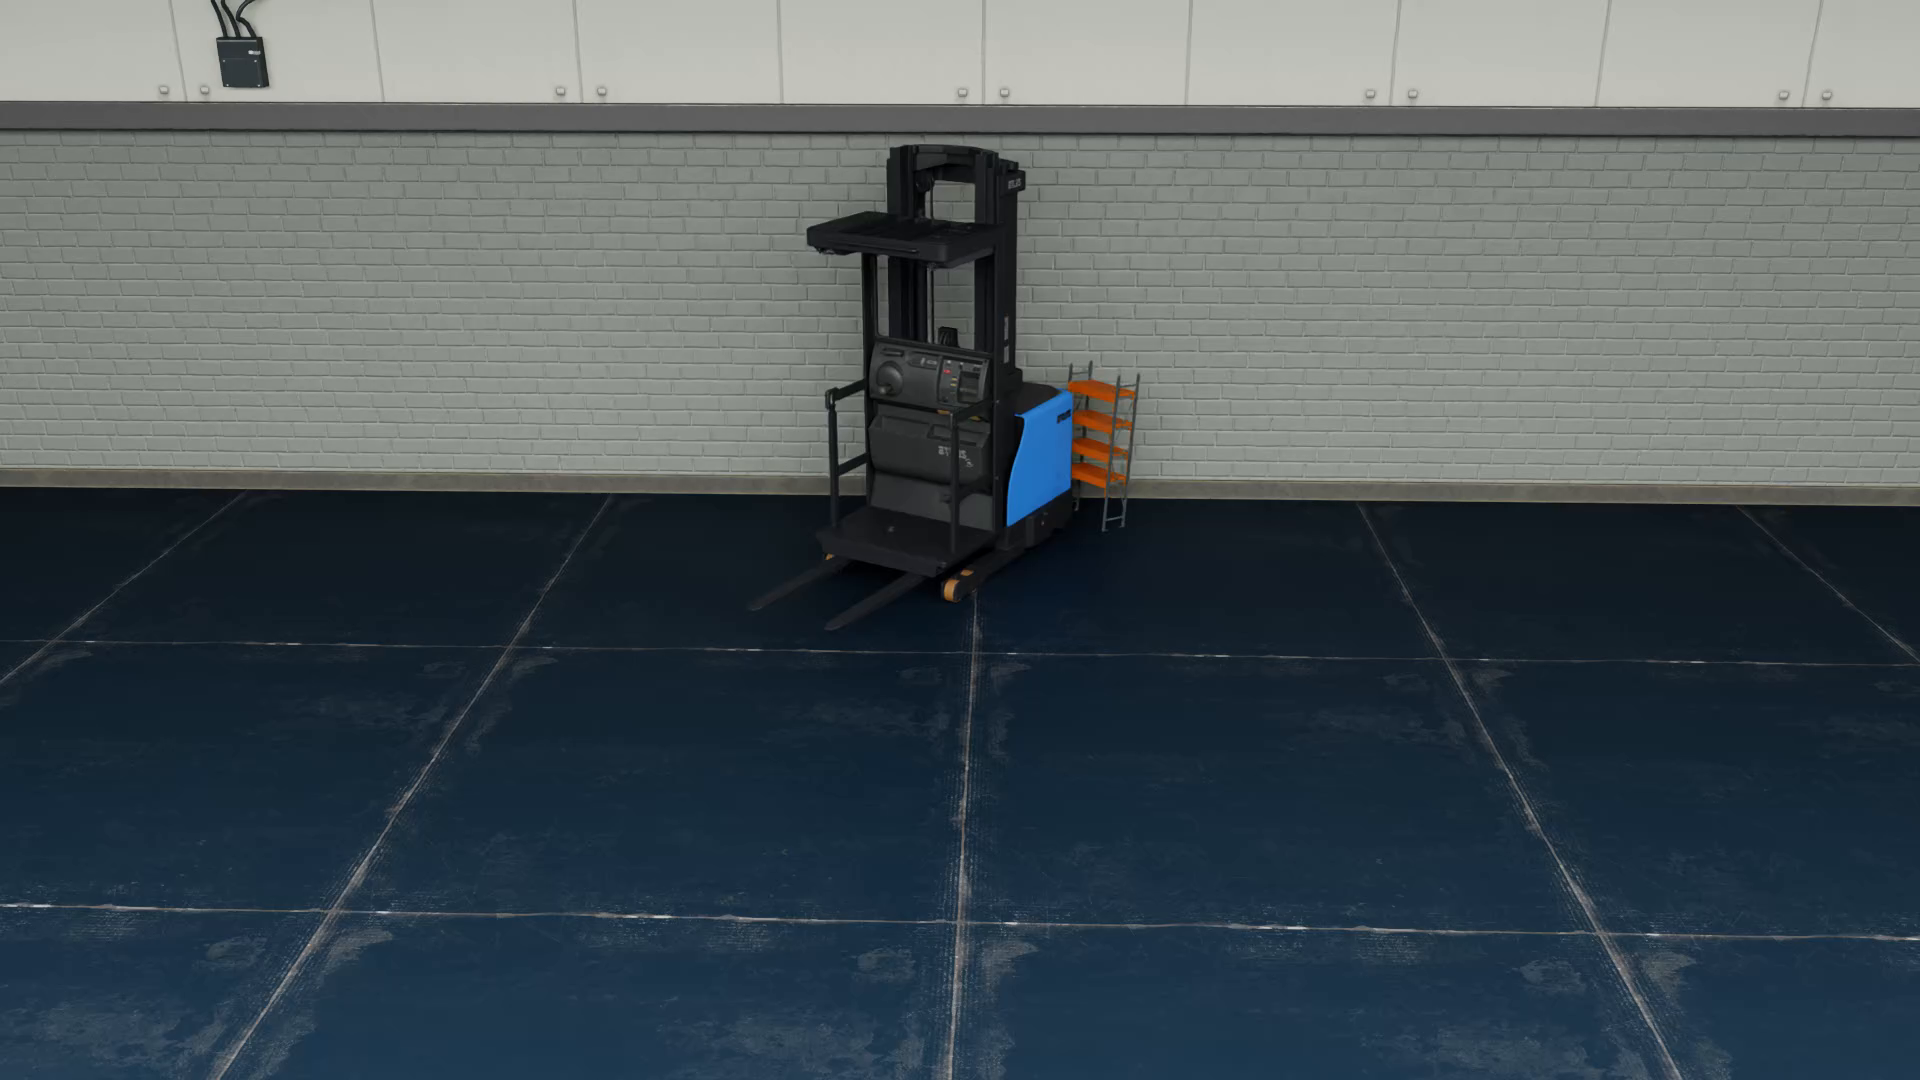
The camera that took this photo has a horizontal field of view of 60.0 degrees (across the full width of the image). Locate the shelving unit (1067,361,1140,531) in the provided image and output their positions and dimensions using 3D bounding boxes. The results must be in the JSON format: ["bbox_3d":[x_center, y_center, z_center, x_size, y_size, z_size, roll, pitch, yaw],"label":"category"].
[{"bbox_3d":[1.048,-0.721,12.699,0.258,1.200,0.503,-12,24,-41],"label":"shelving unit"}]

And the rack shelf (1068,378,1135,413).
[{"bbox_3d":[1.076,-1.095,12.581,0.258,0.148,0.480,-12,24,-41],"label":"rack shelf"}]

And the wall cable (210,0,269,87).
[{"bbox_3d":[-4.324,-6.165,11.276,2.305,6.003,0.169,1,21,2],"label":"wall cable"}]

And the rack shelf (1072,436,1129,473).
[{"bbox_3d":[1.043,-0.657,12.719,0.258,0.148,0.480,-12,24,-41],"label":"rack shelf"}]

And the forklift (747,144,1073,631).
[{"bbox_3d":[-0.324,-1.124,11.374,1.130,2.935,3.031,12,24,28],"label":"forklift"}]

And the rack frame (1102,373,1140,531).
[{"bbox_3d":[1.212,-0.656,12.531,0.240,1.200,0.015,-12,24,-41],"label":"rack frame"}]

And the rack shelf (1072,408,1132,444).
[{"bbox_3d":[1.059,-0.870,12.652,0.258,0.148,0.480,-12,24,-41],"label":"rack shelf"}]

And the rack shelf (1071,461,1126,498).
[{"bbox_3d":[1.029,-0.469,12.779,0.258,0.148,0.480,-12,24,-41],"label":"rack shelf"}]

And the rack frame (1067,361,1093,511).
[{"bbox_3d":[0.884,-0.787,12.867,0.240,1.200,0.015,-12,24,-41],"label":"rack frame"}]
